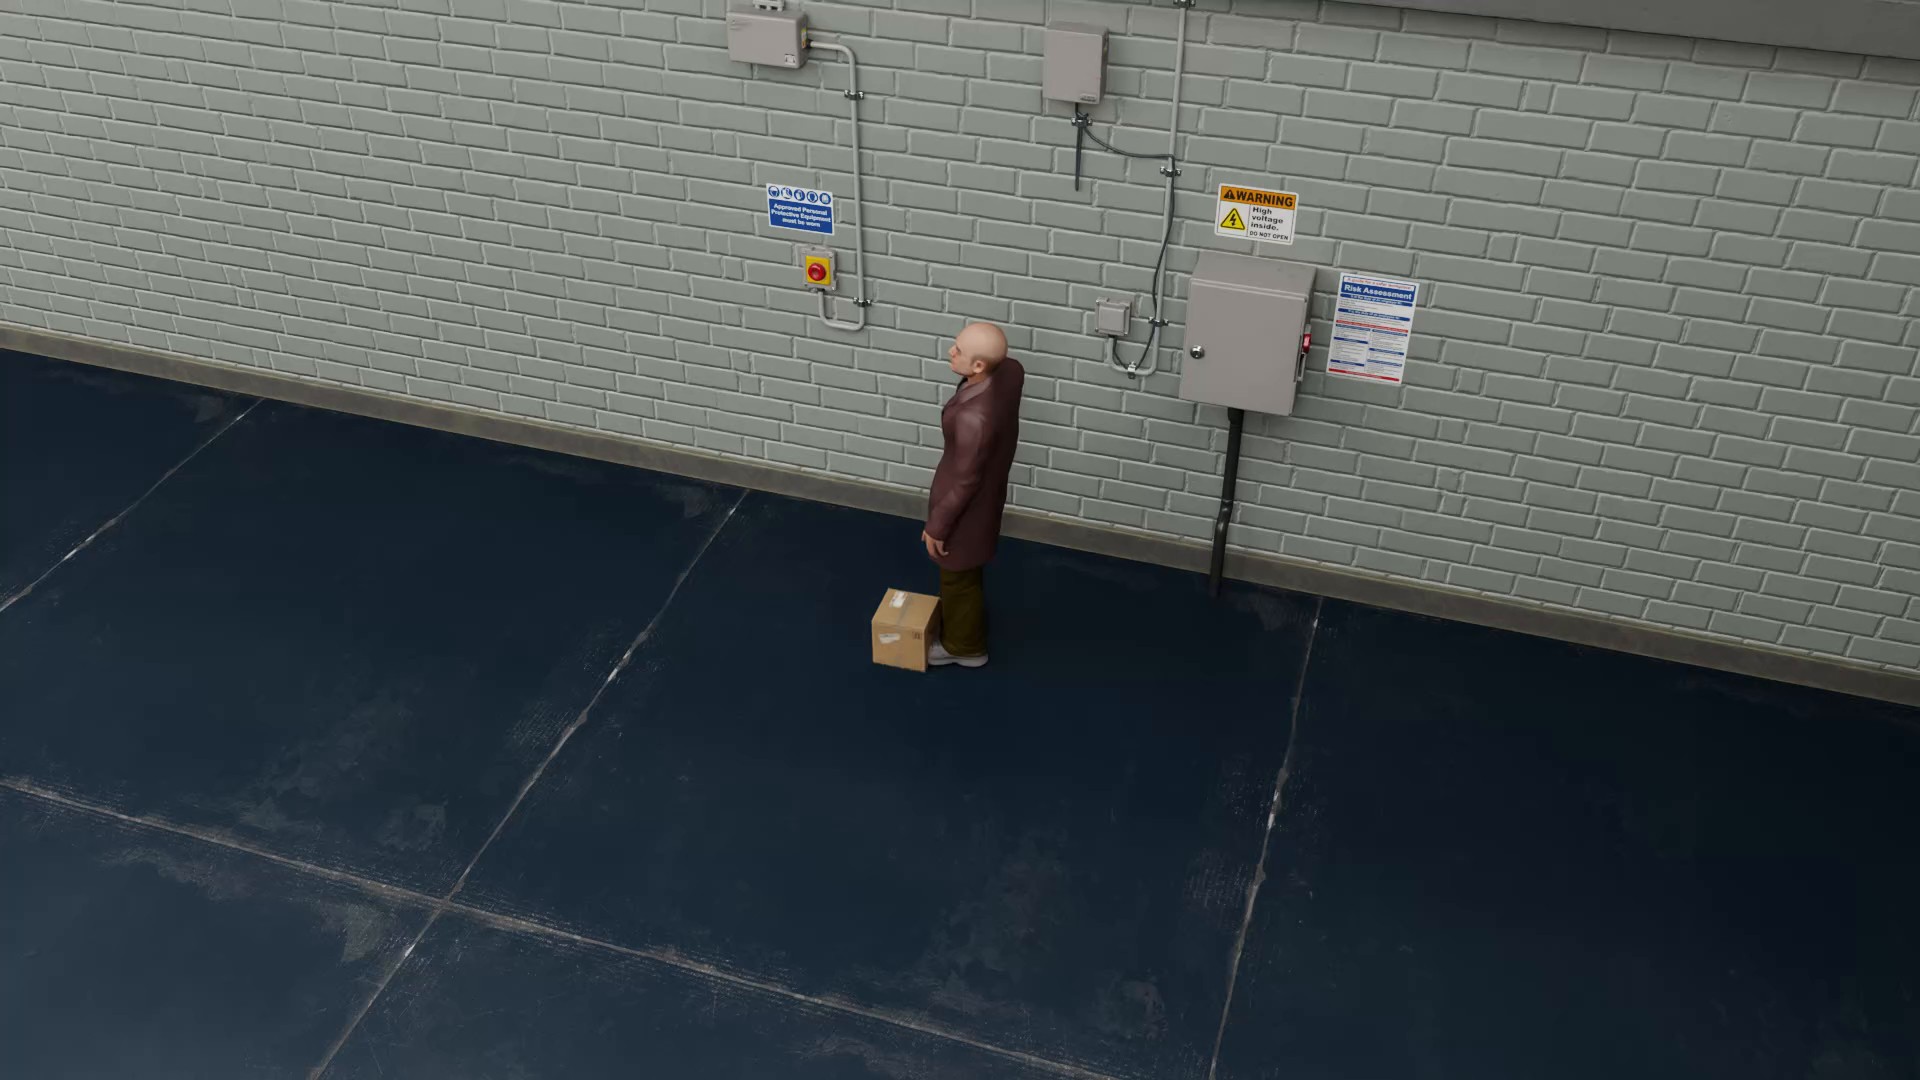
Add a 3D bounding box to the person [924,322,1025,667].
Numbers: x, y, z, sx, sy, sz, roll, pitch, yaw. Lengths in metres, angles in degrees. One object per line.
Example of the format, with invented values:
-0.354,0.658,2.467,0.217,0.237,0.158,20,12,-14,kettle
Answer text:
-0.056,-0.150,7.172,0.582,1.682,0.693,11,38,14,person
